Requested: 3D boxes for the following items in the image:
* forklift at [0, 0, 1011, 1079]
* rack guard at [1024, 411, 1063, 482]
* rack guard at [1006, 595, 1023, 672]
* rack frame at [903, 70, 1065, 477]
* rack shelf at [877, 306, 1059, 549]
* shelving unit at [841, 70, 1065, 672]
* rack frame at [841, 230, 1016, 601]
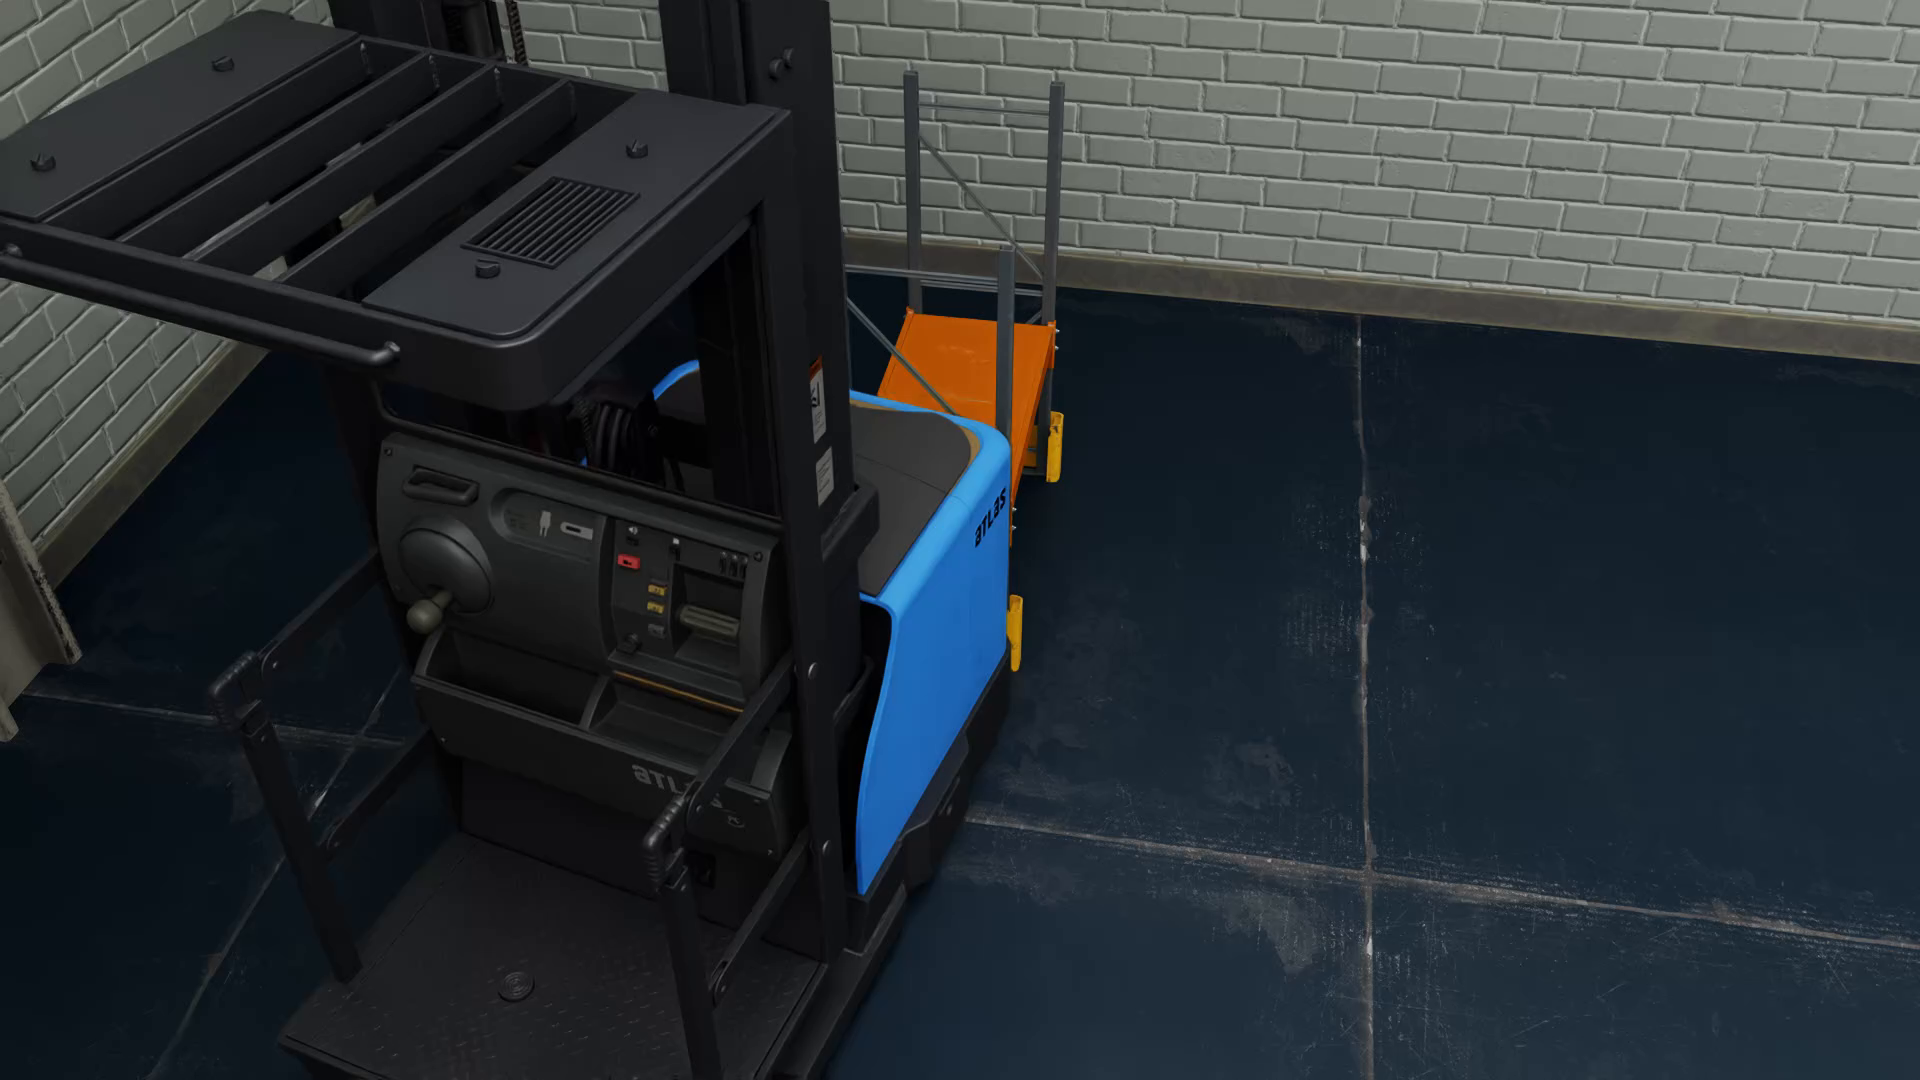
[{"bbox_3d":[-0.889,0.144,3.276,1.130,2.935,3.031,15,42,17],"label":"forklift"},{"bbox_3d":[0.073,-0.361,5.991,0.587,0.250,0.087,6,40,8],"label":"rack guard"},{"bbox_3d":[-0.099,0.264,5.234,0.587,0.250,0.087,6,40,8],"label":"rack guard"},{"bbox_3d":[0.073,-0.844,5.593,0.500,1.500,0.032,6,40,8],"label":"rack frame"},{"bbox_3d":[-0.015,-0.386,5.322,0.538,0.185,1.000,6,40,8],"label":"rack shelf"},{"bbox_3d":[-0.013,-0.530,5.214,0.587,1.500,1.083,6,40,8],"label":"shelving unit"},{"bbox_3d":[-0.103,-0.205,4.821,0.500,1.500,0.032,6,40,8],"label":"rack frame"}]
